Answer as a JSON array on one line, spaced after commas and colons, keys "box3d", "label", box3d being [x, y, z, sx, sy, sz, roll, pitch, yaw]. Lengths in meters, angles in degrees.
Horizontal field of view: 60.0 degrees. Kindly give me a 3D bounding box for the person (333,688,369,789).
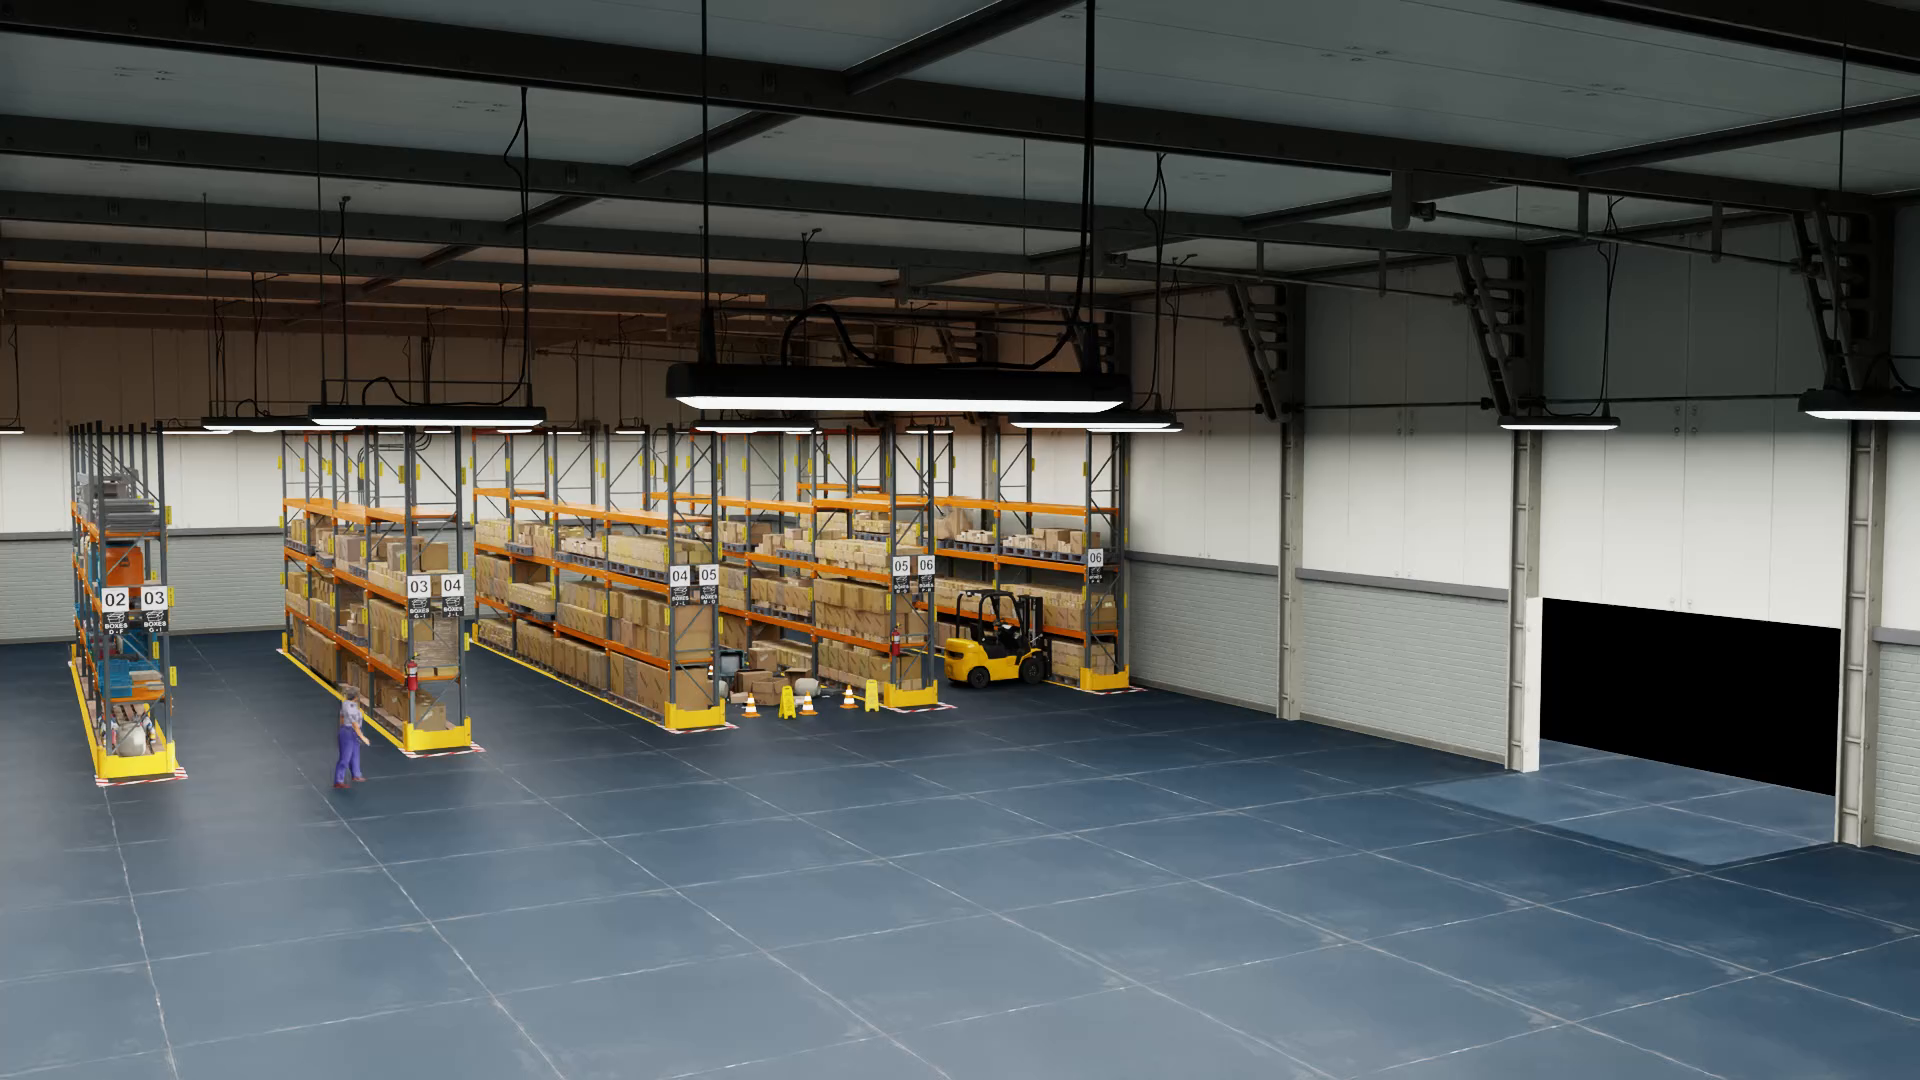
[{"box3d": [-10.039, 3.248, 27.353, 0.577, 1.672, 0.678, -2, 4, -23], "label": "person"}]
